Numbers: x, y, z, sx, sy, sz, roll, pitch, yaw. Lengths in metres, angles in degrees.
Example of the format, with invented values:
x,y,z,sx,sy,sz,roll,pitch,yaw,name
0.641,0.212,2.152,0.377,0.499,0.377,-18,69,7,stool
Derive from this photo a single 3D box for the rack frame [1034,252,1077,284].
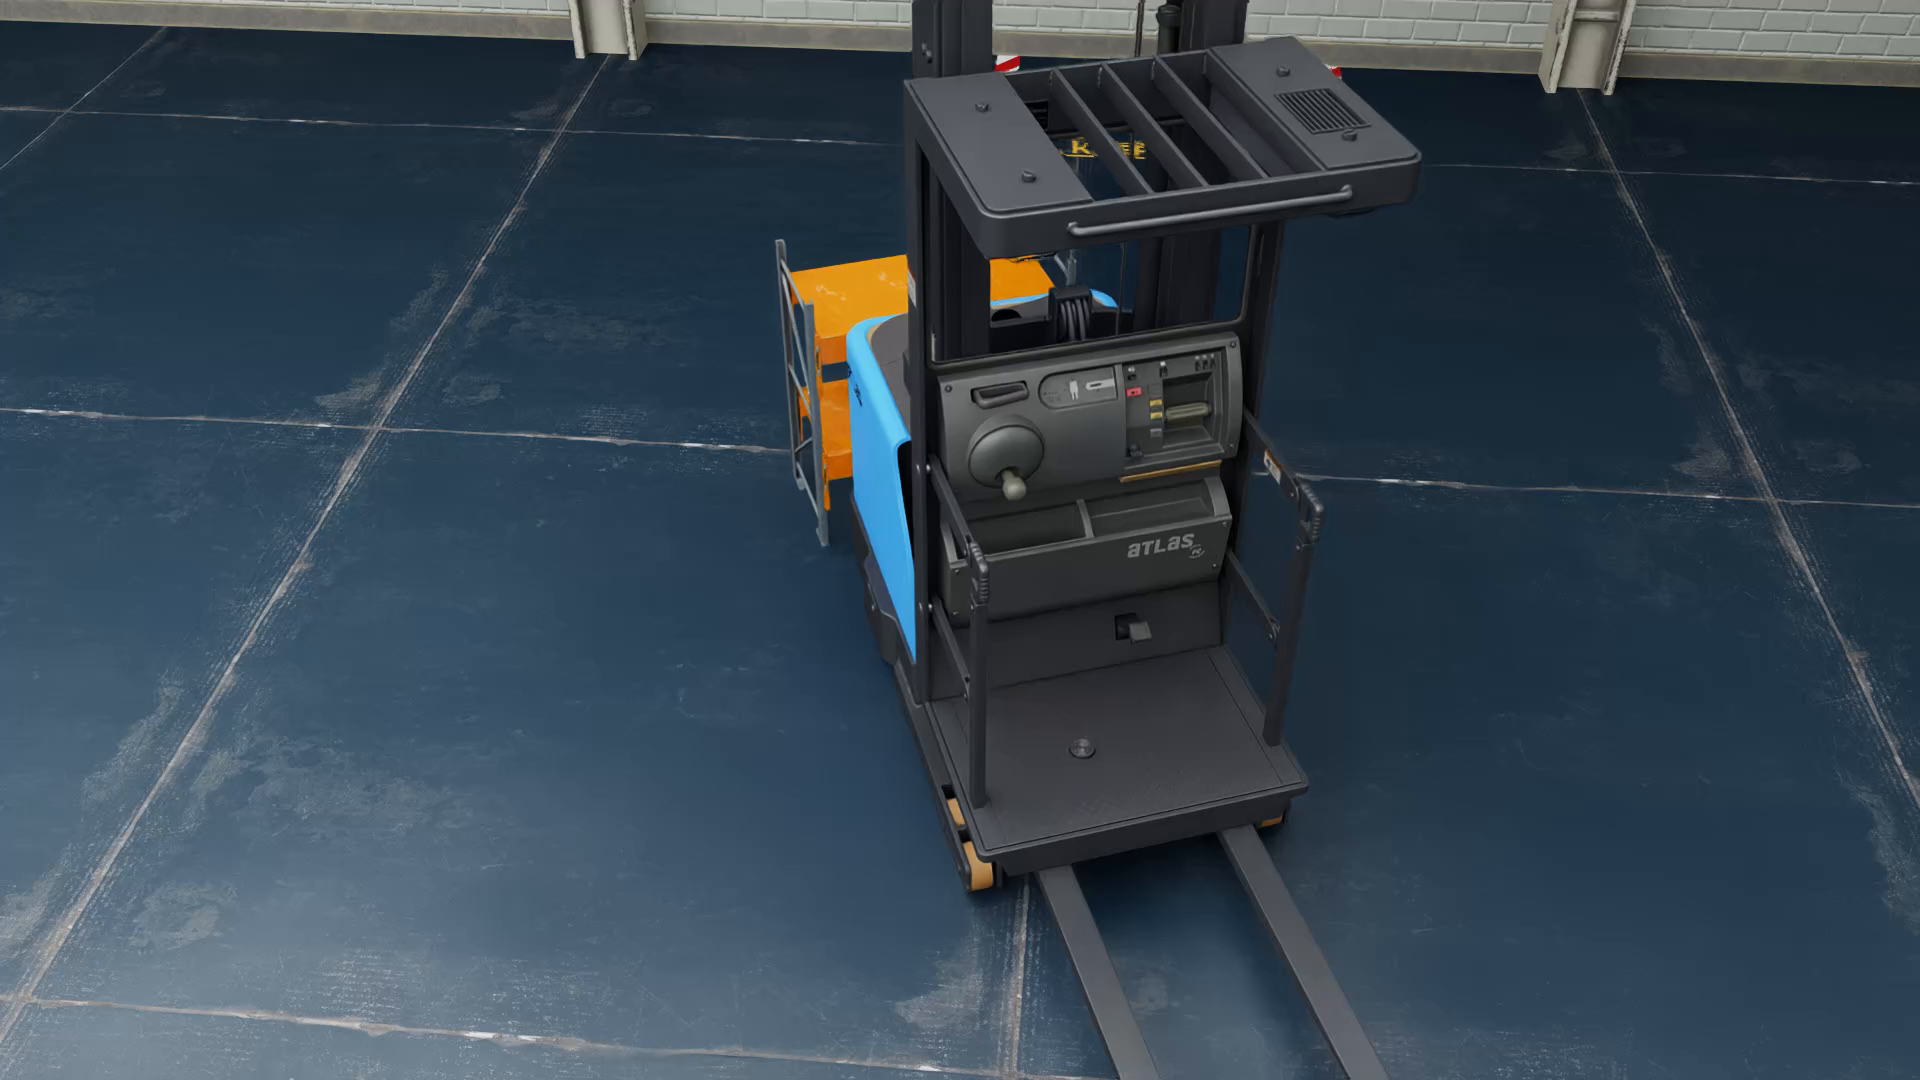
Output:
x,y,z,sx,sy,sz,roll,pitch,yaw,name
0.349,-0.761,6.794,0.032,1.125,0.500,-11,40,-14,rack frame

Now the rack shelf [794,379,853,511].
x,y,z,sx,sy,sz,roll,pitch,yaw,name
-0.135,-0.474,6.829,1.000,0.278,0.538,-11,40,-14,rack shelf

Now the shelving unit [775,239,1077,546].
x,y,z,sx,sy,sz,roll,pitch,yaw,name
-0.135,-0.664,6.674,1.048,1.125,0.538,-11,40,-14,shelving unit

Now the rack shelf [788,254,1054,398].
x,y,z,sx,sy,sz,roll,pitch,yaw,name
-0.135,-0.891,6.490,1.000,0.278,0.538,-11,40,-14,rack shelf

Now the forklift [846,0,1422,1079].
x,y,z,sx,sy,sz,roll,pitch,yaw,name
0.457,-0.286,4.779,1.130,2.935,3.031,-10,40,-12,forklift

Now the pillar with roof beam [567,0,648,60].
x,y,z,sx,sy,sz,roll,pitch,yaw,name
-2.583,-3.908,4.423,0.400,9.000,9.100,3,39,4,pillar with roof beam

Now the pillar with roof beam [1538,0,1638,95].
x,y,z,sx,sy,sz,roll,pitch,yaw,name
3.394,-3.581,4.021,0.400,9.000,9.100,3,39,4,pillar with roof beam

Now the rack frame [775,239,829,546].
x,y,z,sx,sy,sz,roll,pitch,yaw,name
-0.620,-0.567,6.555,0.032,1.125,0.500,-11,40,-14,rack frame
